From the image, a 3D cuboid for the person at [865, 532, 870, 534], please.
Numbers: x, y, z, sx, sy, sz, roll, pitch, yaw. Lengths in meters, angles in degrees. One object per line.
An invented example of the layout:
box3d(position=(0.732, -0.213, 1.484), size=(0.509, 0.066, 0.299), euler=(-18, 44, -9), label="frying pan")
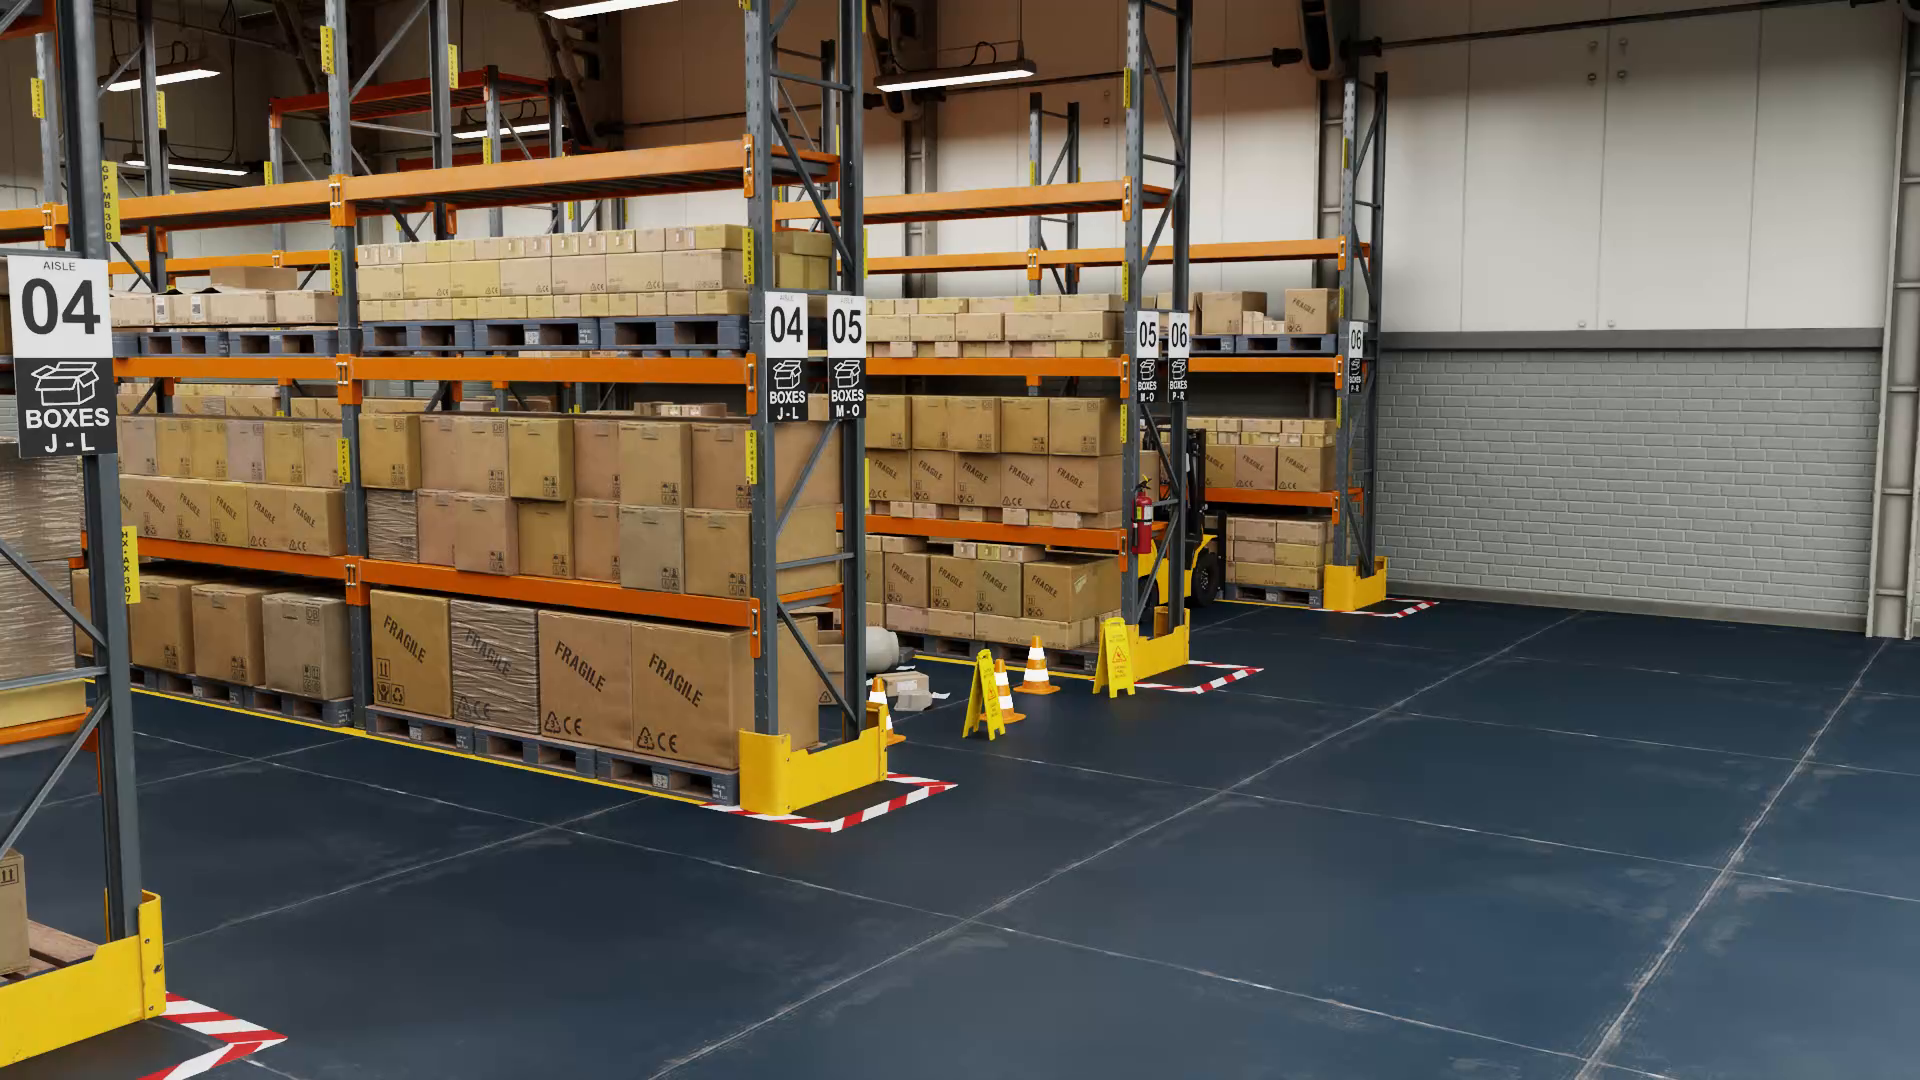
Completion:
box3d(position=(-1.306, -0.087, 18.602), size=(0.528, 1.715, 0.495), euler=(4, 7, 32), label="person")
